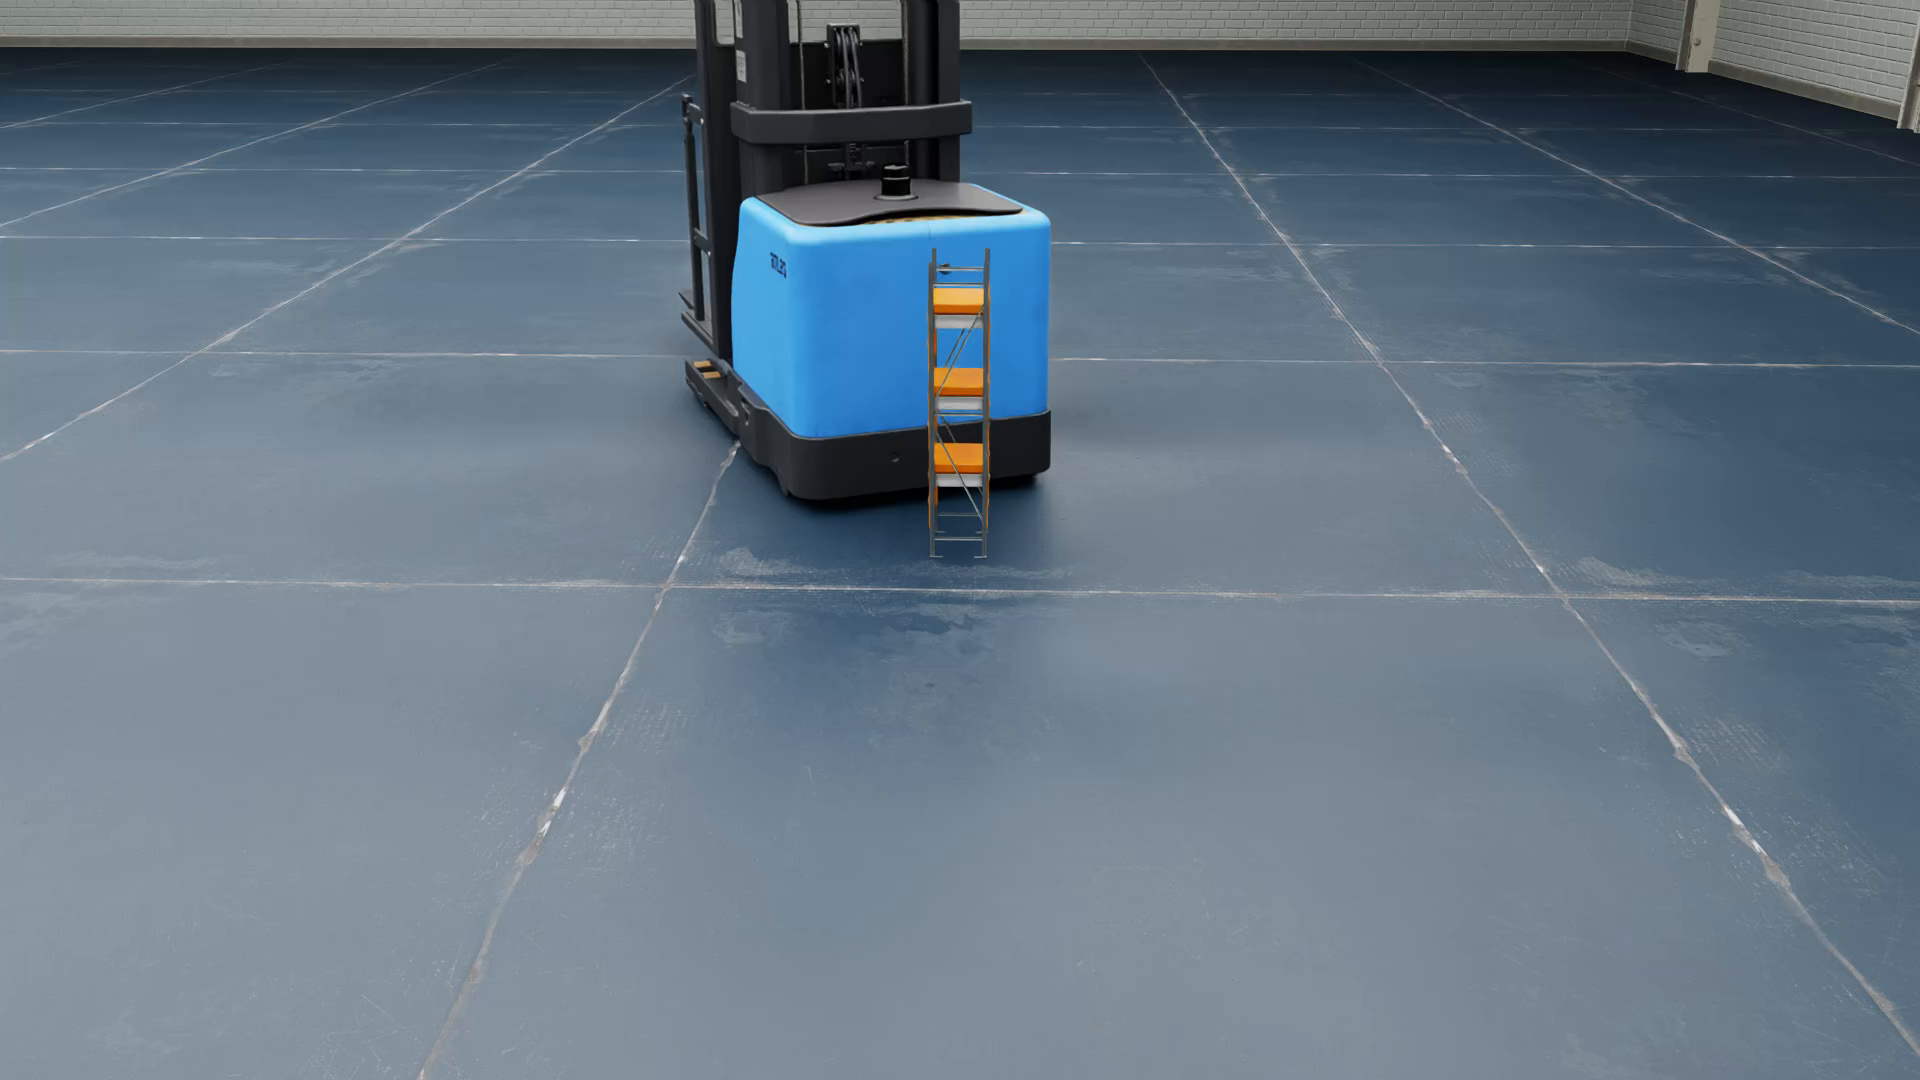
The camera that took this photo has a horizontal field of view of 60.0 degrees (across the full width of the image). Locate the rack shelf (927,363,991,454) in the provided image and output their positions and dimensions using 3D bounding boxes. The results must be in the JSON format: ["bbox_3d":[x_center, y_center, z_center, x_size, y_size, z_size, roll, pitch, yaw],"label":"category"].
[{"bbox_3d":[-0.002,-0.460,5.793,0.215,0.259,0.240,1,21,2],"label":"rack shelf"}]

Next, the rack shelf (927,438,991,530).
[{"bbox_3d":[-0.002,-0.201,5.894,0.215,0.259,0.240,1,21,2],"label":"rack shelf"}]

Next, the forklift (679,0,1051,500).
[{"bbox_3d":[-0.638,-2.016,7.173,1.130,2.935,3.031,-8,23,-19],"label":"forklift"}]

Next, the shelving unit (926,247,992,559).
[{"bbox_3d":[-0.002,-0.470,5.789,0.215,1.050,0.252,1,21,2],"label":"shelving unit"}]

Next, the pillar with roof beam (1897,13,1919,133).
[{"bbox_3d":[5.251,-8.311,15.009,9.100,9.000,0.400,1,21,2],"label":"pillar with roof beam"}]

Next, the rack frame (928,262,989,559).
[{"bbox_3d":[-0.005,-0.426,5.675,0.200,1.050,0.008,1,21,2],"label":"rack frame"}]

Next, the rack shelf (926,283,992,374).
[{"bbox_3d":[-0.002,-0.725,5.690,0.215,0.259,0.240,1,21,2],"label":"rack shelf"}]

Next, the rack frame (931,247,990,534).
[{"bbox_3d":[0.002,-0.514,5.903,0.200,1.050,0.008,1,21,2],"label":"rack frame"}]

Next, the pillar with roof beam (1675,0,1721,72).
[{"bbox_3d":[5.433,-10.481,20.600,9.100,9.000,0.400,1,21,2],"label":"pillar with roof beam"}]
